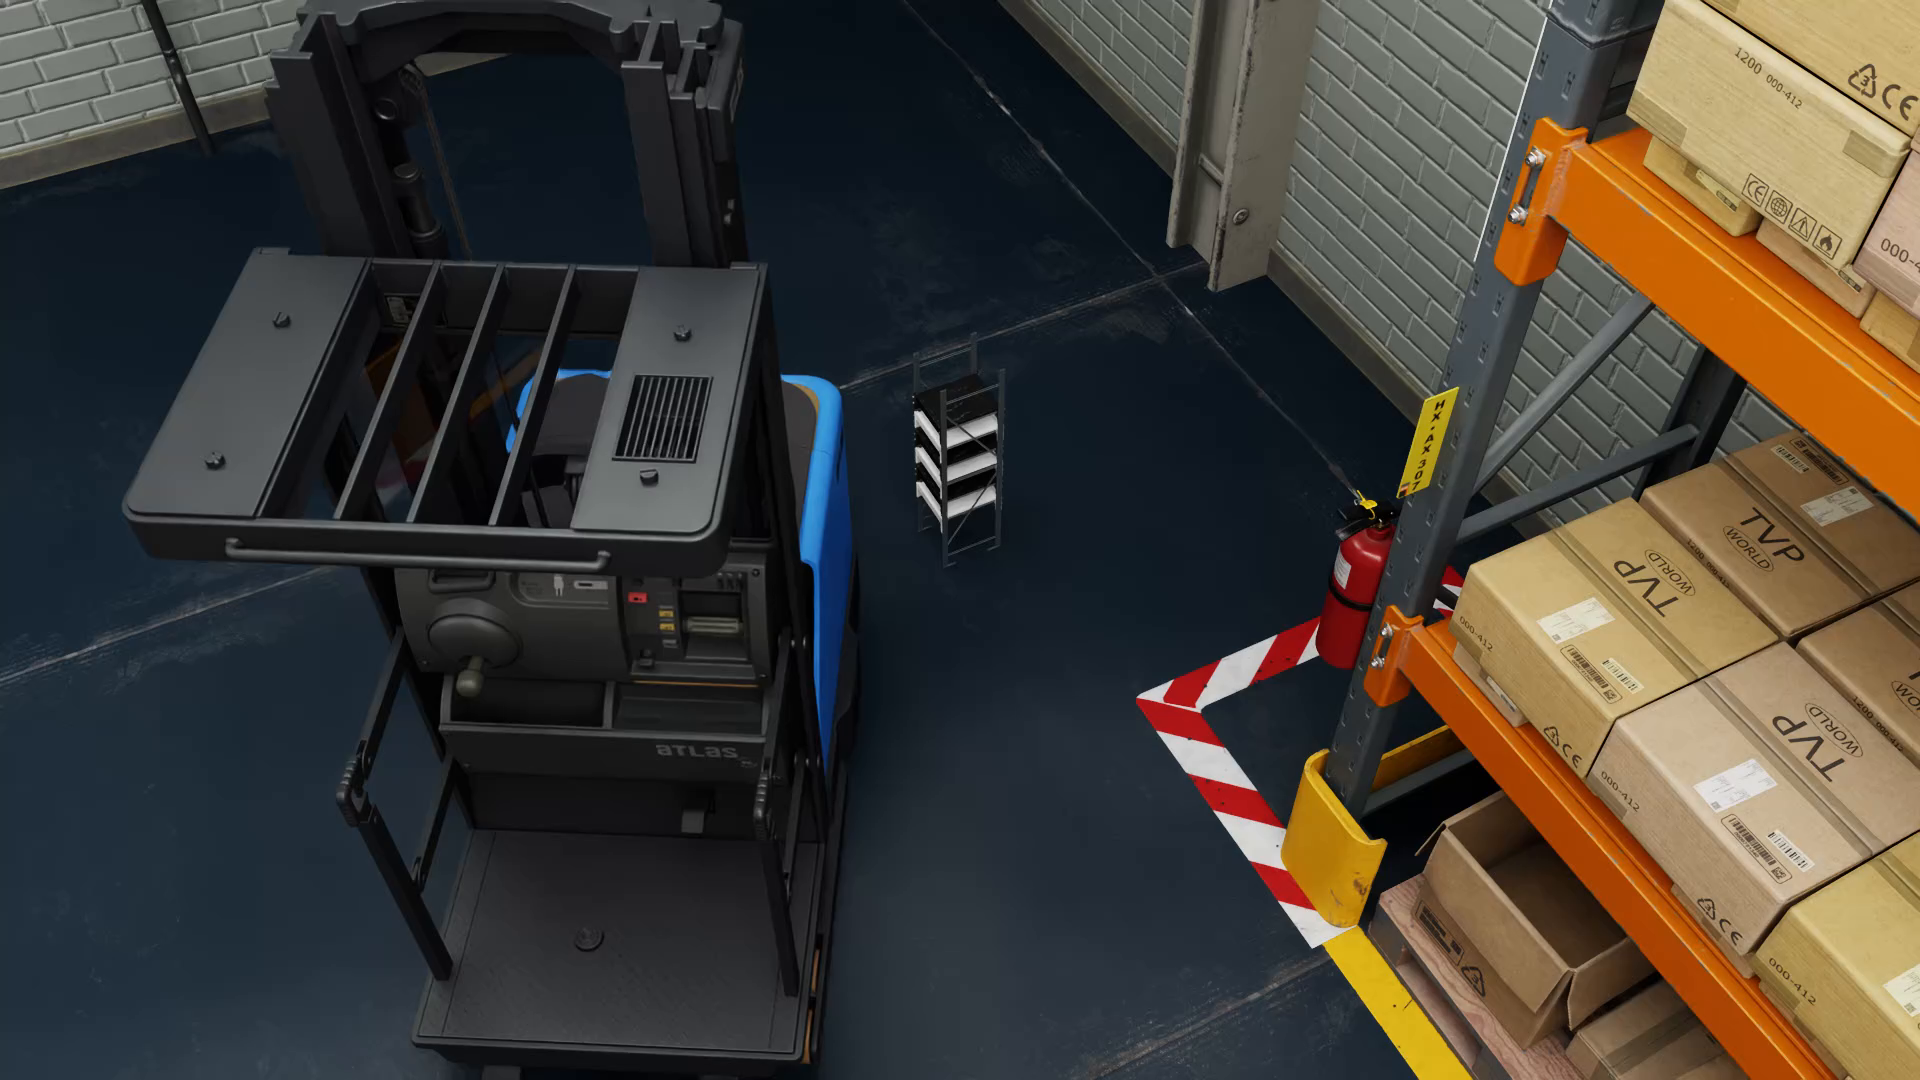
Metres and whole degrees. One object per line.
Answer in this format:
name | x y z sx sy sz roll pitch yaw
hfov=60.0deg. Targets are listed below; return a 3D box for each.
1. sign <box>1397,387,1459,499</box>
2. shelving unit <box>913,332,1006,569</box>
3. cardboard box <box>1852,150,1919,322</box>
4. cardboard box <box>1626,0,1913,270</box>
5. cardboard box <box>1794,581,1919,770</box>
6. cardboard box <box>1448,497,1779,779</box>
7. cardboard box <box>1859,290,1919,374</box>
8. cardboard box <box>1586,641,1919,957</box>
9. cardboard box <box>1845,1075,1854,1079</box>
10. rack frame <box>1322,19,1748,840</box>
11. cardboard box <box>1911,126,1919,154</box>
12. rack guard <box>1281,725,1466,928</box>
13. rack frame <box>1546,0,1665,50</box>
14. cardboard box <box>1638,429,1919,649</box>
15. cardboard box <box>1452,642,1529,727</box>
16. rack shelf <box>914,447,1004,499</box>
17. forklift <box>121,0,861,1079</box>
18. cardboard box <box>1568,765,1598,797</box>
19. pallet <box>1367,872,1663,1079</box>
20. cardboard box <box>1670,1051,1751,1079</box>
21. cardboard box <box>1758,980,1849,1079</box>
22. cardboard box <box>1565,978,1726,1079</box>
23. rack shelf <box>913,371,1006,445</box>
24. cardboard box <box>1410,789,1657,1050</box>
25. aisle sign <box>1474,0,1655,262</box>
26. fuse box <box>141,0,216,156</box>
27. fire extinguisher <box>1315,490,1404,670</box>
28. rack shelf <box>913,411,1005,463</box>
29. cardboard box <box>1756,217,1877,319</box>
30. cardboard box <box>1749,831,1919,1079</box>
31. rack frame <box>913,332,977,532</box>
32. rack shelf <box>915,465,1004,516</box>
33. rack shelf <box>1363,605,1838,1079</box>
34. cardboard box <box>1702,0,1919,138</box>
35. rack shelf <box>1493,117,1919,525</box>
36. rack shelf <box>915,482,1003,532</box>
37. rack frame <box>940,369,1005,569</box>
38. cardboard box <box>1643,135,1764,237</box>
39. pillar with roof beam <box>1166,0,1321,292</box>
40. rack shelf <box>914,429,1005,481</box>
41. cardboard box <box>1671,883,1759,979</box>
sign | 1.092 -0.224 3.878 0.100 0.325 0.005 -21 52 -18
shelving unit | -0.004 -0.302 5.916 0.258 0.900 0.210 -21 52 -18
cardboard box | 1.785 -0.438 2.549 0.500 0.250 0.500 -20 52 -17
cardboard box | 1.534 -0.771 2.841 0.500 0.250 0.500 -22 52 -18
cardboard box | 2.255 0.388 3.820 0.500 0.250 0.500 -21 52 -17
cardboard box | 1.542 0.222 3.965 0.500 0.250 0.500 -21 52 -17
cardboard box | 1.759 -0.393 2.775 0.380 0.149 0.250 -21 52 -17
cardboard box | 1.773 0.559 3.670 0.500 0.250 0.500 -21 52 -17
cardboard box | 2.026 1.151 3.418 0.380 0.149 0.250 -23 53 -19
rack frame | 1.574 -0.126 4.367 1.000 3.000 0.127 -21 52 -18
cardboard box | 1.770 -0.596 2.356 0.500 0.250 0.500 -22 52 -18
rack guard | 1.609 0.748 5.264 1.175 0.500 0.348 -21 52 -18
rack frame | 1.574 -2.101 2.109 1.000 3.000 0.127 -21 52 -18
cardboard box | 2.020 0.042 4.123 0.500 0.250 0.500 -20 52 -16
cardboard box | 1.480 0.271 4.187 0.380 0.149 0.250 -22 52 -18
rack shelf | -0.004 -0.280 5.941 0.258 0.077 0.200 -21 52 -18
forklift | -0.952 0.312 4.030 1.130 2.935 3.031 2 49 2
cardboard box | 1.638 0.426 4.052 0.380 0.149 0.250 -20 52 -17
pallet | 1.974 1.376 4.906 1.003 0.211 1.213 -21 52 -18
cardboard box | 2.126 1.586 4.251 0.700 0.500 0.500 -19 52 -16
cardboard box | 1.977 0.956 3.588 0.380 0.149 0.250 -20 52 -17
cardboard box | 1.929 1.414 4.635 0.380 0.149 0.250 -23 53 -19
rack shelf | -0.004 -0.458 5.738 0.258 0.077 0.200 -21 52 -18
cardboard box | 1.770 1.000 4.762 0.797 0.503 0.637 -23 53 -19
aisle sign | 1.282 -0.926 3.340 0.394 0.787 0.004 -21 52 -18
fuse box | -3.504 -2.381 7.196 0.539 1.711 0.414 -21 52 -18
fire extinguisher | 1.096 0.083 4.484 0.296 0.674 0.183 -21 52 -18
rack shelf | -0.004 -0.398 5.806 0.258 0.077 0.200 -21 52 -18
cardboard box | 1.656 -0.571 2.931 0.380 0.149 0.250 -20 52 -17
cardboard box | 2.008 0.897 3.374 0.500 0.250 0.500 -22 52 -18
rack frame | -0.050 -0.370 5.976 0.240 0.900 0.006 -21 52 -18
rack shelf | -0.004 -0.220 6.009 0.258 0.077 0.200 -21 52 -18
rack shelf | 2.489 1.450 3.467 1.077 0.370 4.000 -21 52 -18
cardboard box | 1.554 -0.943 2.659 0.500 0.250 0.500 -22 52 -18
rack shelf | 2.489 0.462 2.338 1.077 0.370 4.000 -21 52 -18
rack shelf | -0.004 -0.161 6.077 0.258 0.077 0.200 -21 52 -18
rack frame | 0.043 -0.234 5.857 0.240 0.900 0.006 -21 52 -18
cardboard box | 1.513 -0.737 3.076 0.380 0.149 0.250 -20 52 -17
pillar with roof beam | -2.686 -2.733 2.662 9.100 9.000 0.400 -21 52 -18
rack shelf | -0.004 -0.339 5.873 0.258 0.077 0.200 -21 52 -18
cardboard box | 1.850 0.780 3.742 0.380 0.149 0.250 -20 52 -16
